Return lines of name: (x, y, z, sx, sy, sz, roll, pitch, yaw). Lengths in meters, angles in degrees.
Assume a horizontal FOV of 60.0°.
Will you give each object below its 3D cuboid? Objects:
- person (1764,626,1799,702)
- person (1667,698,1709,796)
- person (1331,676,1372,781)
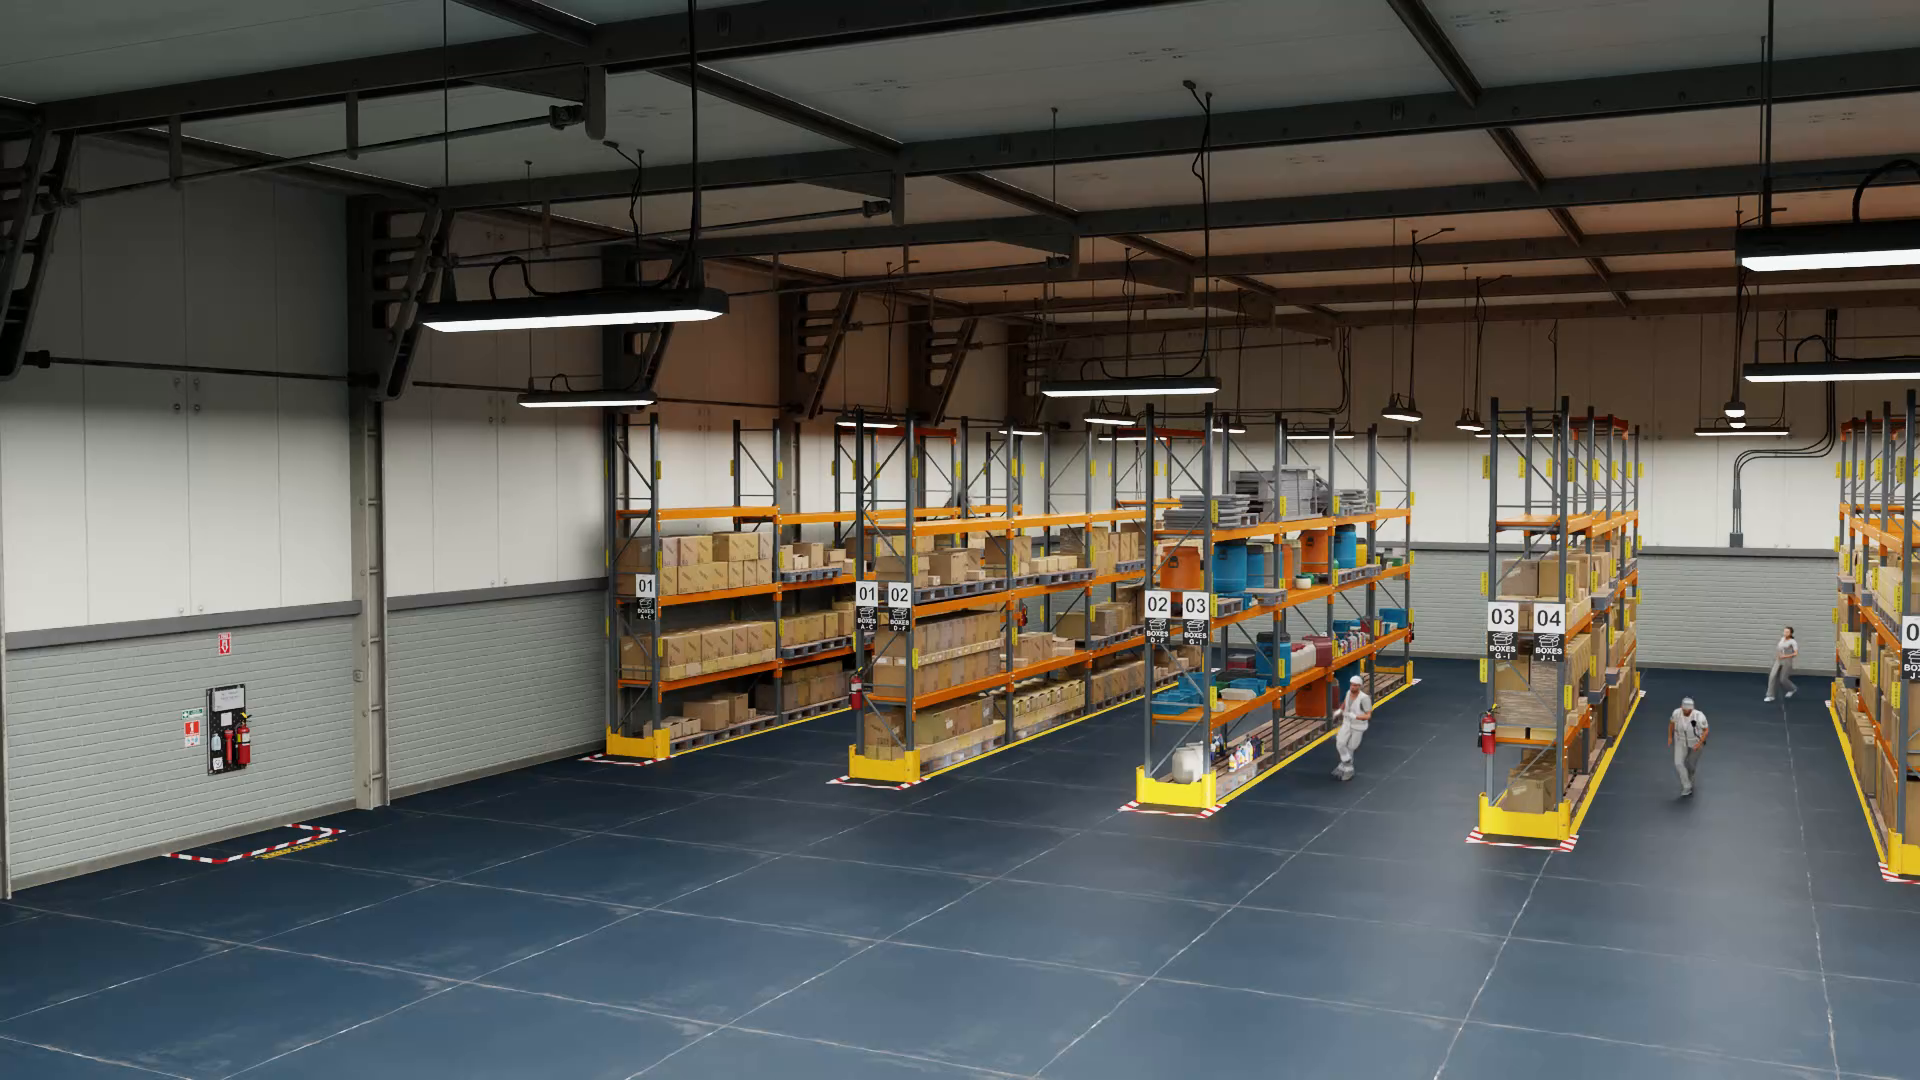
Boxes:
person: (17.795, 2.673, 35.806, 0.903, 1.644, 0.597, -1, 3, -26)
person: (11.297, 3.160, 25.759, 0.598, 1.523, 1.061, 1, 3, 31)
person: (6.290, 3.003, 26.747, 0.810, 1.680, 0.723, 2, 3, 37)
